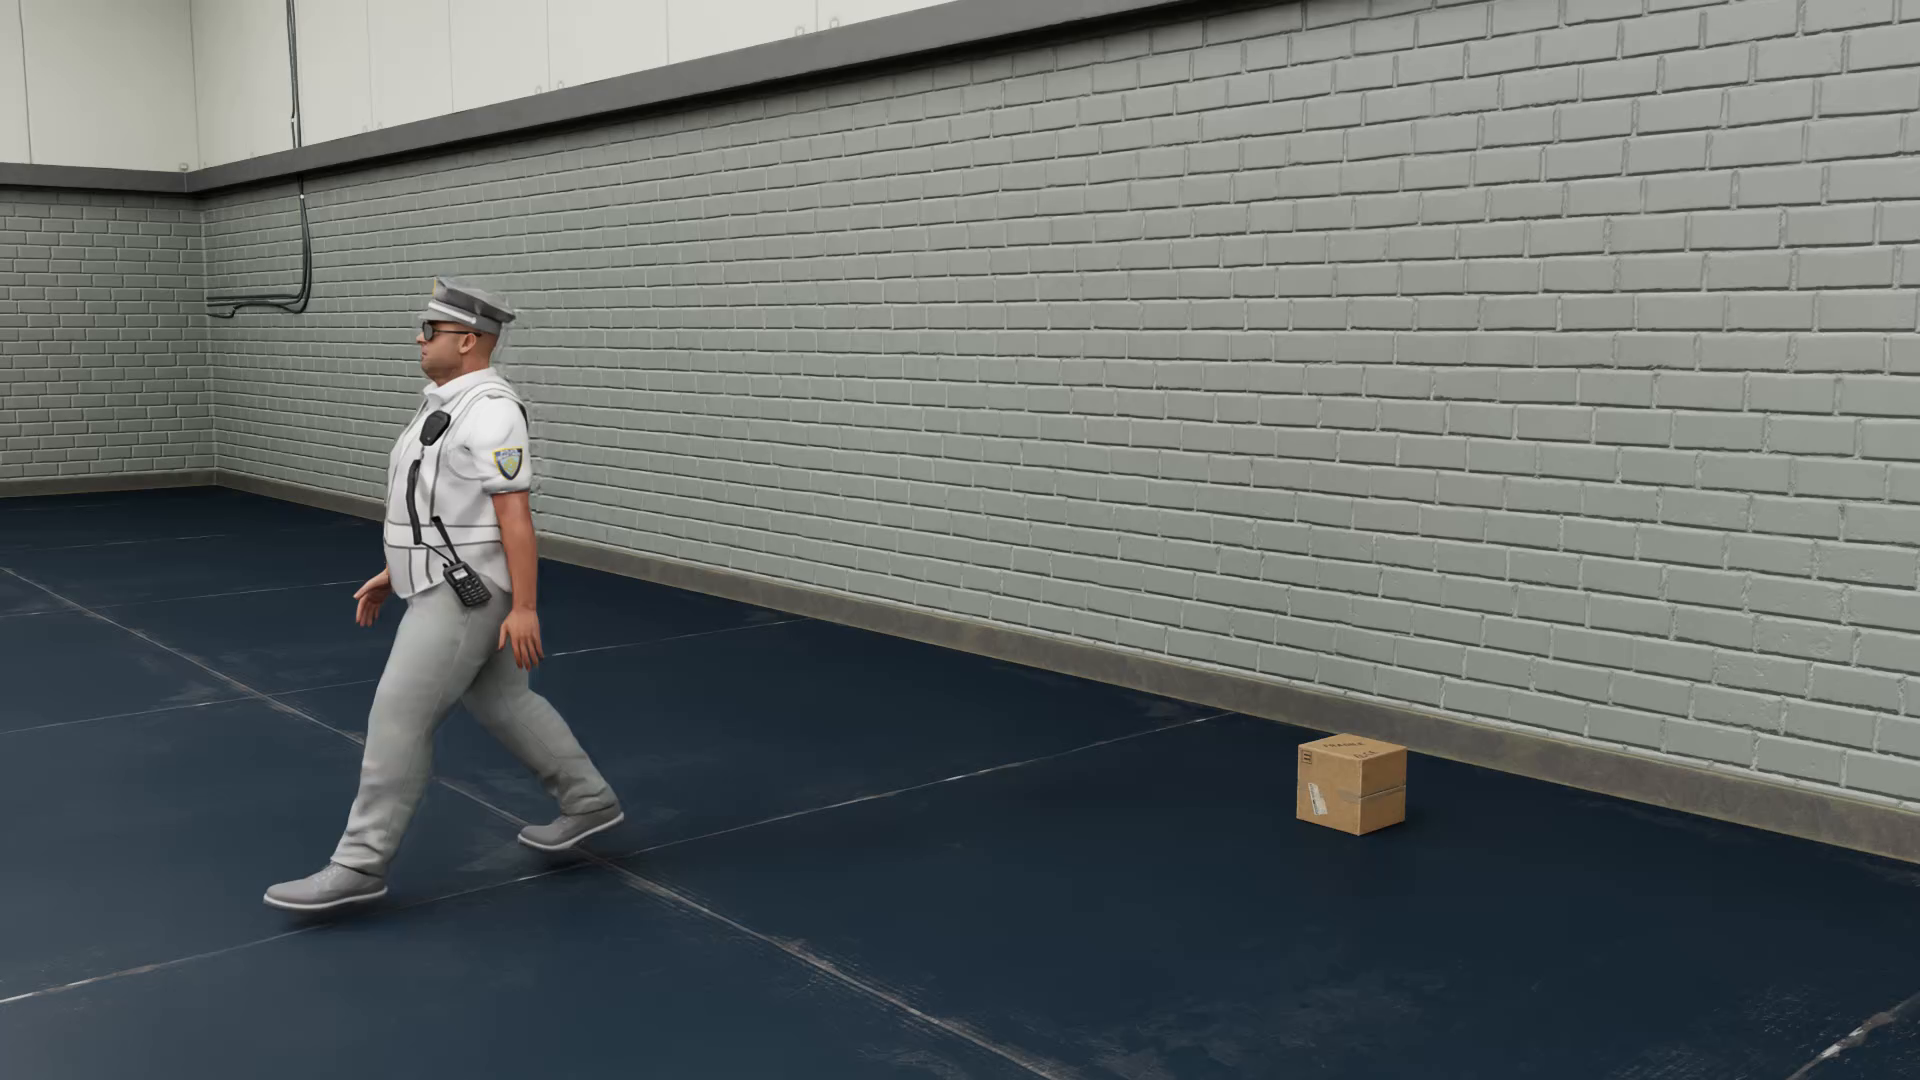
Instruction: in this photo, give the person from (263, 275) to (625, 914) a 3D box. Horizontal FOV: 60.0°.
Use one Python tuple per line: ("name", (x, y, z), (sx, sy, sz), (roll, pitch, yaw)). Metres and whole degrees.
("person", (-1.468, 0.119, 4.716), (1.040, 1.722, 0.564), (-4, 8, -26))
